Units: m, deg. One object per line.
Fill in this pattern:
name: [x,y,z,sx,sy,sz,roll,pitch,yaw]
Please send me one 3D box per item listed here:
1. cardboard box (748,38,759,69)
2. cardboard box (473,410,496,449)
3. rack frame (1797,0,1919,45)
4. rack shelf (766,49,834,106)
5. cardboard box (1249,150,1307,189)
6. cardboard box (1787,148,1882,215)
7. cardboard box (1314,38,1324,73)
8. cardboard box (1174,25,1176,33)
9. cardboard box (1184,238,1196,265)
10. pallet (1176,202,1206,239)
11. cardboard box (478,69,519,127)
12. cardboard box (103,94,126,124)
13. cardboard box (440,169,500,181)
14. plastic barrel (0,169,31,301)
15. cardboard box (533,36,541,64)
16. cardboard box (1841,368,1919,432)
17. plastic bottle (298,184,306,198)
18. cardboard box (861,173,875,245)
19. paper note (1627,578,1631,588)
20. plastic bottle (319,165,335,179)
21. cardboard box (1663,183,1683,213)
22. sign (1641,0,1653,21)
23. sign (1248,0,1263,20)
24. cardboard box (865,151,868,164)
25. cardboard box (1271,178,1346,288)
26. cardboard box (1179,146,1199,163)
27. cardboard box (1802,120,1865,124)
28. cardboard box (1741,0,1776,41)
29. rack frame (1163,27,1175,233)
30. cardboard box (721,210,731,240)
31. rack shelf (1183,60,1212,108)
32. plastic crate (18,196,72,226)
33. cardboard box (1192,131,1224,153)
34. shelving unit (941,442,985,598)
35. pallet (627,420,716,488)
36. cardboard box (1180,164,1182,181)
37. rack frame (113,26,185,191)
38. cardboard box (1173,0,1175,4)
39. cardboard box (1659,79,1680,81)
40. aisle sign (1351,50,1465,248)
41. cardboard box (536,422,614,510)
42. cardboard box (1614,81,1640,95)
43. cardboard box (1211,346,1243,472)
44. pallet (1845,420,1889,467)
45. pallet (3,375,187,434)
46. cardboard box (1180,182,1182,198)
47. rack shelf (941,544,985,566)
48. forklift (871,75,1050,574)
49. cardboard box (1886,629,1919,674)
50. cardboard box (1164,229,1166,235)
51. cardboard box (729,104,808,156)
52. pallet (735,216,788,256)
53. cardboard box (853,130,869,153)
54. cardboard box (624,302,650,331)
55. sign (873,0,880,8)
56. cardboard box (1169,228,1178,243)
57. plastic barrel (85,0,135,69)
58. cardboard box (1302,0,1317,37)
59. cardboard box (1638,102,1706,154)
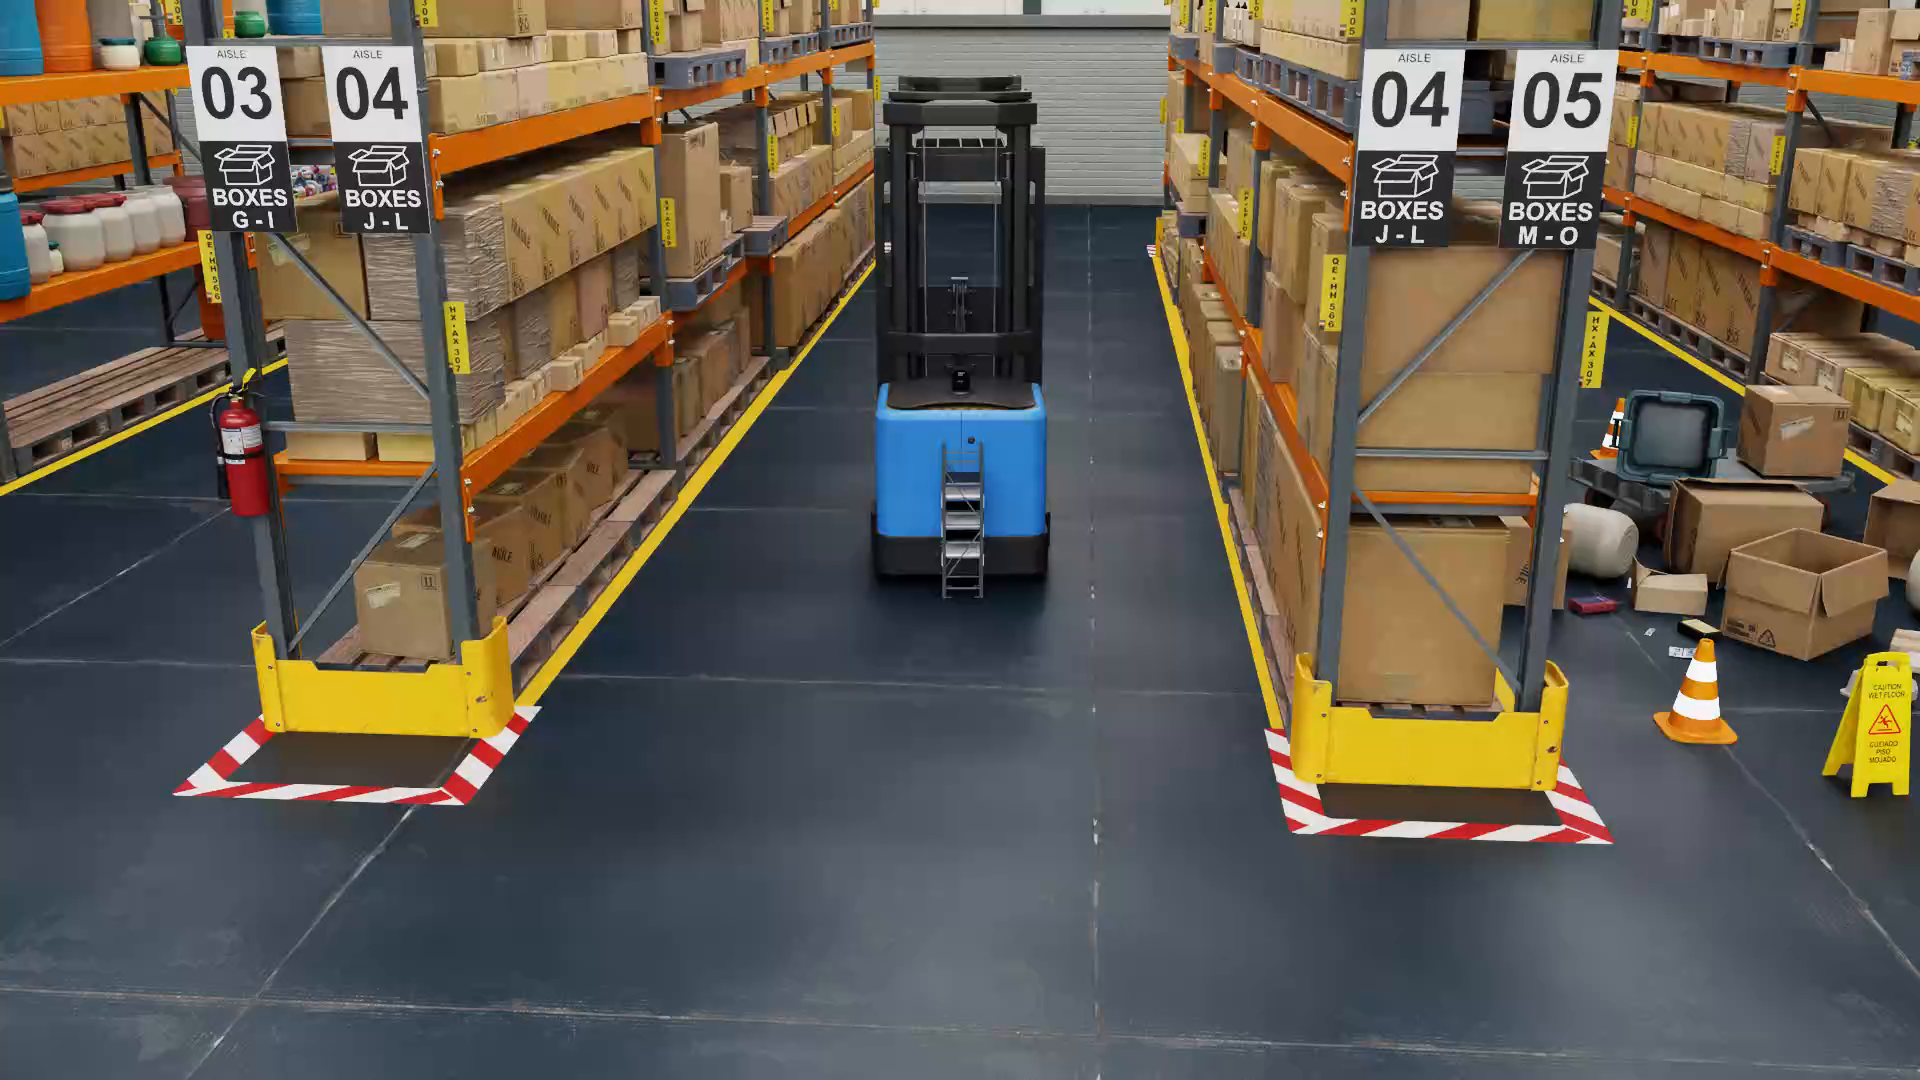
cardboard box: [-2.029,-4.198,14.340,0.500,0.250,0.500,1,18,4]
cardboard box: [-2.518,-0.553,8.197,0.380,0.149,0.250,1,18,4]
rack frame: [7.645,-5.626,13.642,1.000,3.000,0.127,1,18,4]
rack shelf: [-2.096,-4.701,16.792,1.077,0.370,4.000,1,18,4]
cardboard box: [2.515,-2.606,12.292,0.700,0.500,0.500,1,18,4]
cardboard box: [7.382,-3.029,14.038,0.500,0.500,0.500,1,18,2]
cardboard box: [1.868,-2.270,7.786,0.380,0.149,0.250,1,18,4]
cardboard box: [2.921,-6.236,20.560,0.500,0.250,0.500,1,18,2]
cardboard box: [2.635,-3.076,17.629,0.500,0.250,0.500,2,18,5]
pallet: [2.645,-2.987,15.530,1.213,0.211,1.003,1,18,4]
cardboard box: [-2.490,-2.170,8.153,0.500,0.250,0.500,1,18,3]
cardboard box: [-11.372,-5.764,21.930,0.500,0.500,0.500,2,18,5]
cardboard box: [-2.907,-1.818,9.410,0.500,0.500,0.500,1,18,4]
plastic barrel: [-7.137,-2.216,12.065,0.600,0.901,0.708,1,18,4]
cardboard box: [-2.464,-2.618,8.878,0.380,0.149,0.250,1,18,3]
cardboard box: [7.490,-1.086,12.967,0.950,0.372,0.625,2,18,6]
plastic bottle: [-6.724,-3.496,16.981,0.097,0.271,0.097,0,18,0]
cardboard box: [-1.632,-4.471,22.487,0.875,0.875,0.875,1,18,4]
paper note: [4.142,0.265,10.078,0.172,0.023,0.155,8,20,23]
plastic bottle: [-7.244,-4.211,19.038,0.144,0.351,0.185,1,18,4]
cardboard box: [7.549,-3.496,17.016,0.500,0.250,0.500,1,18,3]
sign: [7.378,-5.738,17.844,0.100,0.325,0.005,1,18,4]
sign: [1.872,-3.442,10.457,0.100,0.325,0.005,1,18,4]
cardboard box: [-1.418,-5.007,21.791,0.380,0.149,0.250,2,18,5]
cardboard box: [2.254,-1.745,9.455,0.875,0.550,0.550,1,18,4]
cardboard box: [2.393,-3.862,16.666,0.380,0.149,0.250,2,18,6]
cardboard box: [7.950,-3.600,15.326,0.500,0.500,0.500,1,18,4]
cardboard box: [7.527,-4.760,14.979,0.700,0.500,0.500,0,18,1]
rack frame: [3.274,-5.339,22.400,1.000,3.000,0.127,1,18,4]
cardboard box: [-2.090,-2.608,13.608,0.396,0.266,0.258,1,18,2]
rack shelf: [2.844,-4.559,16.358,1.077,0.370,4.000,1,18,4]
plastic crate: [-7.601,-2.643,14.068,0.402,0.464,0.583,1,18,4]
cardboard box: [2.740,-4.442,19.025,0.500,0.500,0.500,1,18,4]
shelving unit: [0.015,-0.116,9.833,0.258,0.900,0.210,0,18,-1]
pallet: [-2.472,-0.671,12.632,1.003,0.211,1.213,1,18,4]
cardboard box: [2.372,-3.640,16.467,0.380,0.149,0.250,2,18,5]
rack frame: [-11.547,-5.704,23.512,1.000,3.000,0.127,1,18,4]
cardboard box: [2.895,-6.863,21.032,0.380,0.149,0.250,1,18,4]
cardboard box: [8.341,-5.414,19.819,0.380,0.149,0.250,1,18,4]
aisle sign: [1.823,-1.590,6.783,0.394,0.787,0.004,1,18,4]
cardboard box: [-2.628,-0.465,10.864,0.500,0.500,0.500,7,20,21]
cardboard box: [7.774,-5.266,19.368,0.380,0.149,0.250,1,18,3]
cardboard box: [2.369,-0.938,11.905,1.050,0.750,0.750,1,18,4]
pallet: [7.497,-0.830,13.116,1.003,0.211,1.213,1,18,4]
pallet: [-7.364,-1.164,14.138,1.003,0.211,1.213,1,18,4]
cardboard box: [2.354,-3.416,16.260,0.380,0.149,0.250,0,18,1]
rack shelf: [0.015,0.086,9.899,0.258,0.077,0.200,0,18,-1]
forklift: [-0.006,-1.589,11.065,1.130,2.935,3.031,0,18,-1]
cardboard box: [5.151,0.612,8.816,0.380,0.149,0.250,12,22,32]
cardboard box: [2.904,-4.085,21.997,0.380,0.149,0.250,1,18,4]
cardboard box: [-2.051,-4.352,17.615,0.797,0.503,0.637,1,18,5]
pallet: [-2.184,-2.682,14.598,1.213,0.211,1.003,1,18,4]
cardboard box: [-1.473,-5.237,21.853,0.500,0.250,0.500,1,18,3]
cardboard box: [-2.276,-1.484,11.039,0.380,0.149,0.250,1,18,4]
sign: [-1.126,-7.273,22.191,0.100,0.325,0.005,1,18,4]
cardboard box: [2.773,-3.747,20.491,0.380,0.149,0.250,1,18,2]
plastic barrel: [-7.455,-4.521,14.280,0.600,0.901,0.600,0,18,0]
cardboard box: [1.957,-2.582,8.096,0.500,0.250,0.500,1,18,4]
cardboard box: [7.614,-4.410,17.799,0.500,0.500,0.500,1,18,5]
